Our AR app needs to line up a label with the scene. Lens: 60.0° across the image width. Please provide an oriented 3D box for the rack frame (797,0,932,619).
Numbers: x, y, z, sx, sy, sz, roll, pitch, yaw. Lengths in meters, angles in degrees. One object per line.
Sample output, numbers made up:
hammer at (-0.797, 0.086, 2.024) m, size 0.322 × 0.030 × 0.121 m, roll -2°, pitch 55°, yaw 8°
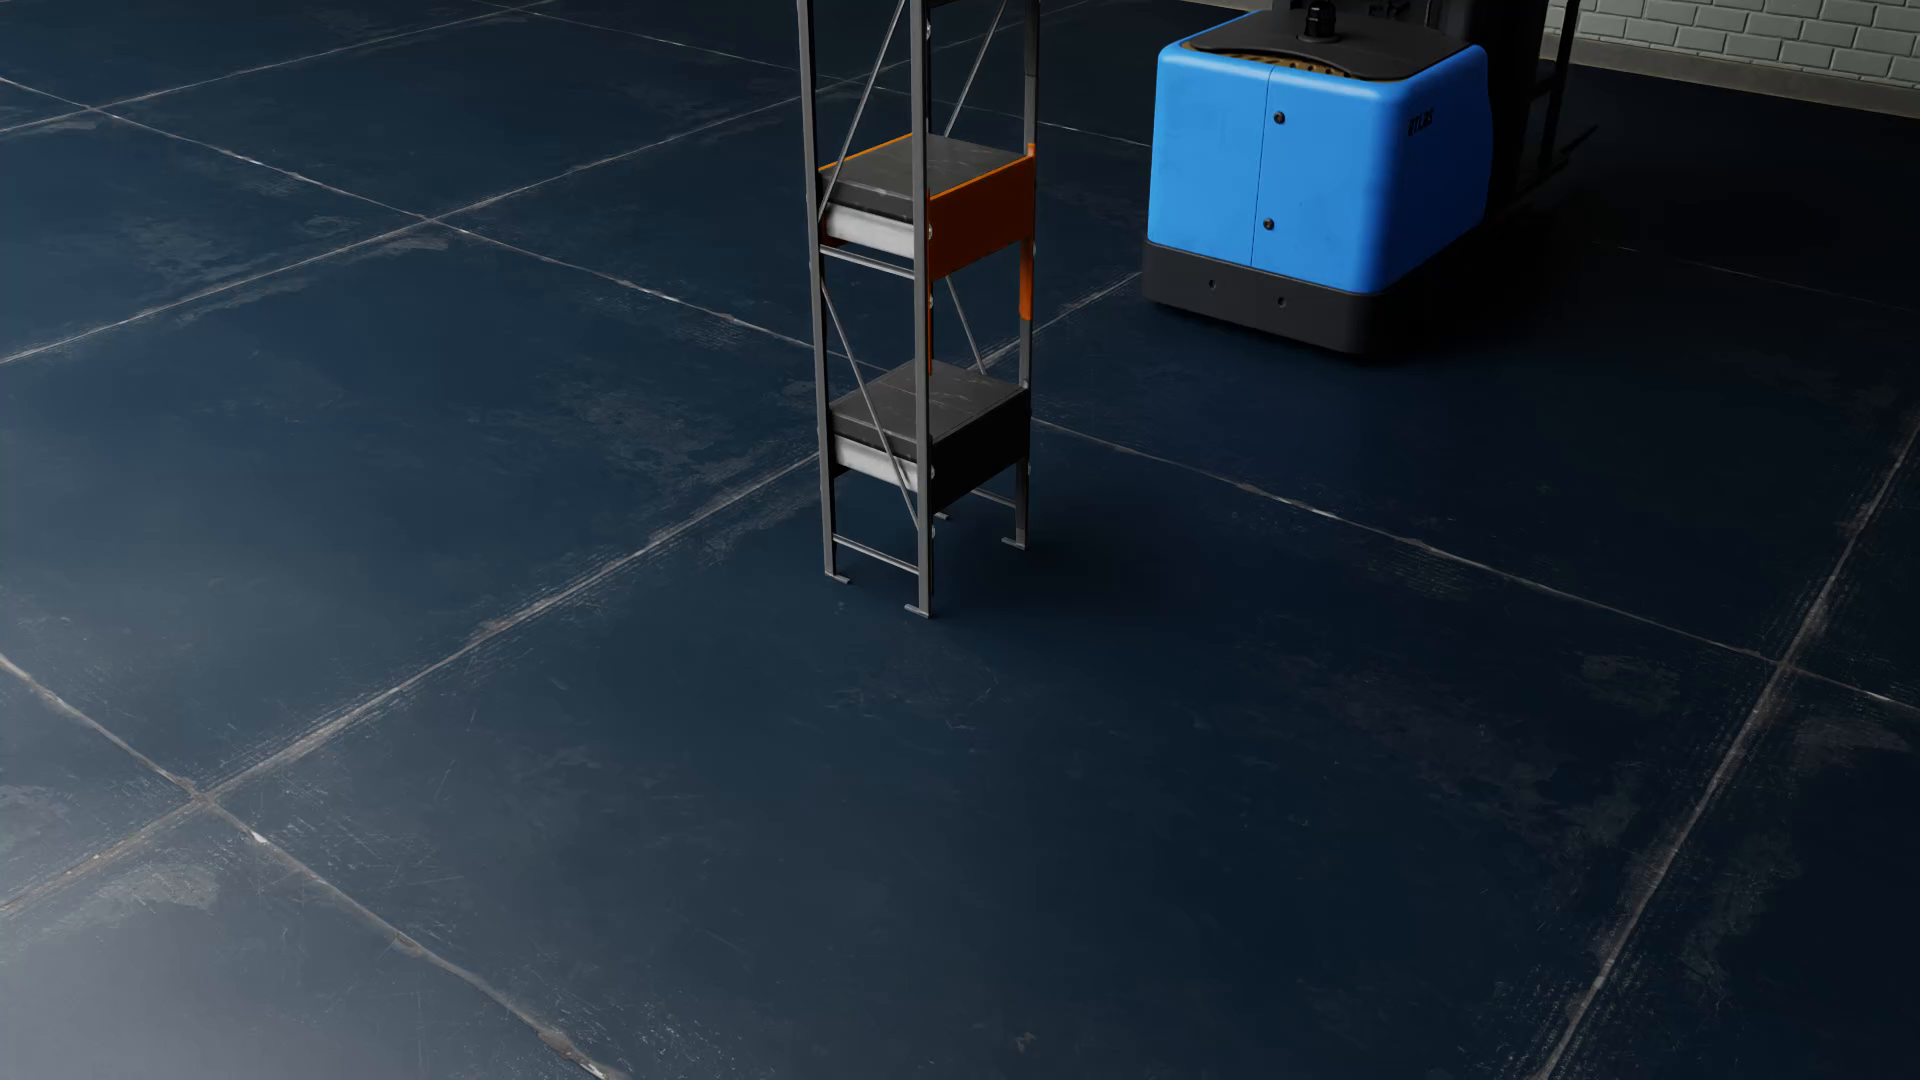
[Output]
rack frame at (-0.247, -0.737, 4.434) m, size 0.400 × 2.100 × 0.015 m, roll 21°, pitch 37°, yaw 31°

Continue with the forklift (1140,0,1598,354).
forklift at (2.027, -2.656, 6.857) m, size 1.130 × 2.935 × 3.031 m, roll 21°, pitch 37°, yaw 31°

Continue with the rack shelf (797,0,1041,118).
rack shelf at (-0.100, -1.426, 4.251) m, size 0.431 × 0.518 × 0.480 m, roll 21°, pitch 37°, yaw 31°

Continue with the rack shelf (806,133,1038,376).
rack shelf at (-0.100, -0.824, 4.608) m, size 0.431 × 0.518 × 0.480 m, roll 21°, pitch 37°, yaw 31°

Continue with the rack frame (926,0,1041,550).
rack frame at (0.047, -0.935, 4.769) m, size 0.400 × 2.100 × 0.015 m, roll 21°, pitch 37°, yaw 31°

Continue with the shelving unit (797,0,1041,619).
shelving unit at (-0.100, -0.836, 4.601) m, size 0.431 × 2.100 × 0.503 m, roll 21°, pitch 37°, yaw 31°

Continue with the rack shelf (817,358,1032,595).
rack shelf at (-0.100, -0.222, 4.965) m, size 0.431 × 0.518 × 0.480 m, roll 21°, pitch 37°, yaw 31°
